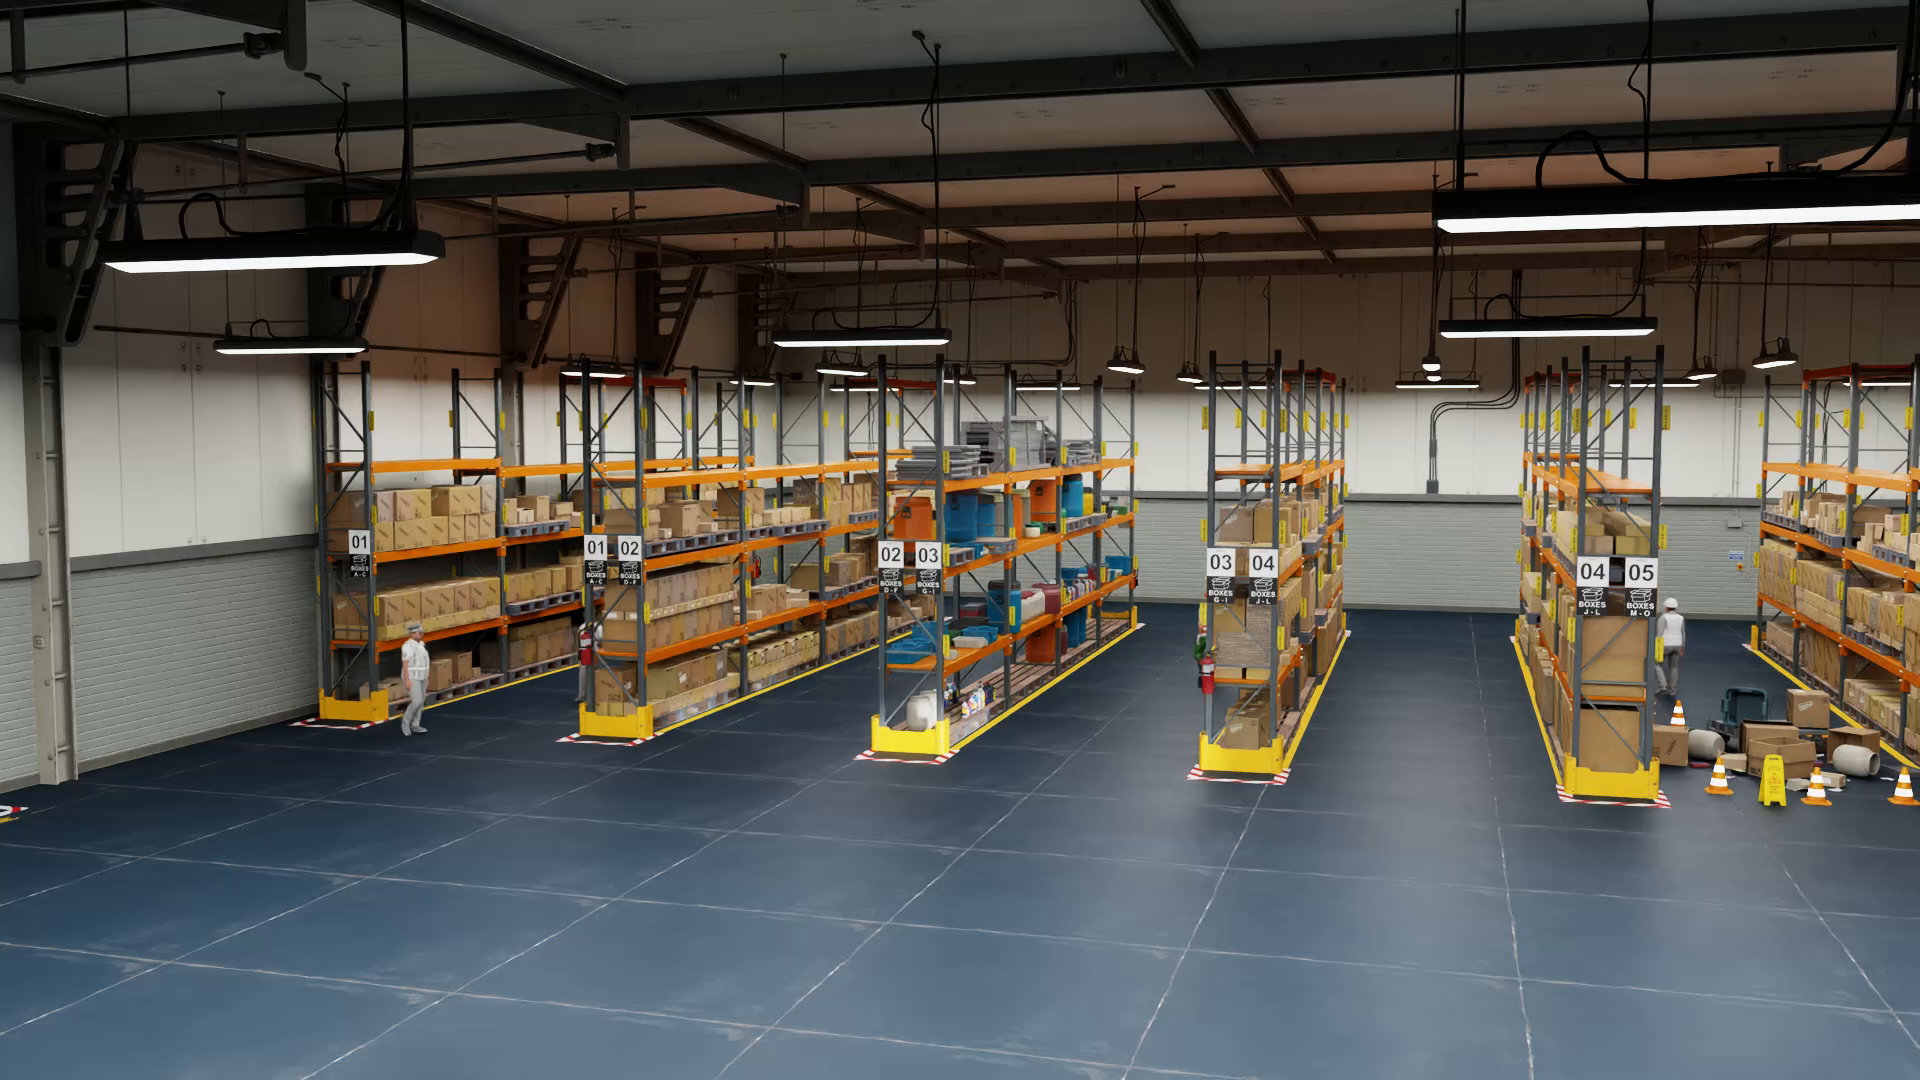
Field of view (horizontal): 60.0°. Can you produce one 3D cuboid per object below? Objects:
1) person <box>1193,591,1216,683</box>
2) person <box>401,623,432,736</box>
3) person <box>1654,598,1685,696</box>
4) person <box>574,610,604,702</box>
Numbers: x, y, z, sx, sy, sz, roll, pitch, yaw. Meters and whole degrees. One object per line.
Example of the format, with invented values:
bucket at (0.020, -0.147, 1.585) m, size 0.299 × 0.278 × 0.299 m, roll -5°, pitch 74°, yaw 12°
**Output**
person at (4.756, 1.838, 31.769) m, size 0.598 × 1.788 × 0.406 m, roll -2°, pitch 4°, yaw -24°
person at (-8.687, 2.218, 26.559) m, size 0.440 × 1.789 × 0.570 m, roll 1°, pitch 4°, yaw 17°
person at (12.970, 1.956, 30.408) m, size 0.567 × 1.800 × 0.389 m, roll -1°, pitch 4°, yaw -8°
person at (-6.627, 2.042, 29.824) m, size 0.516 × 1.621 × 1.068 m, roll 0°, pitch 4°, yaw 1°
